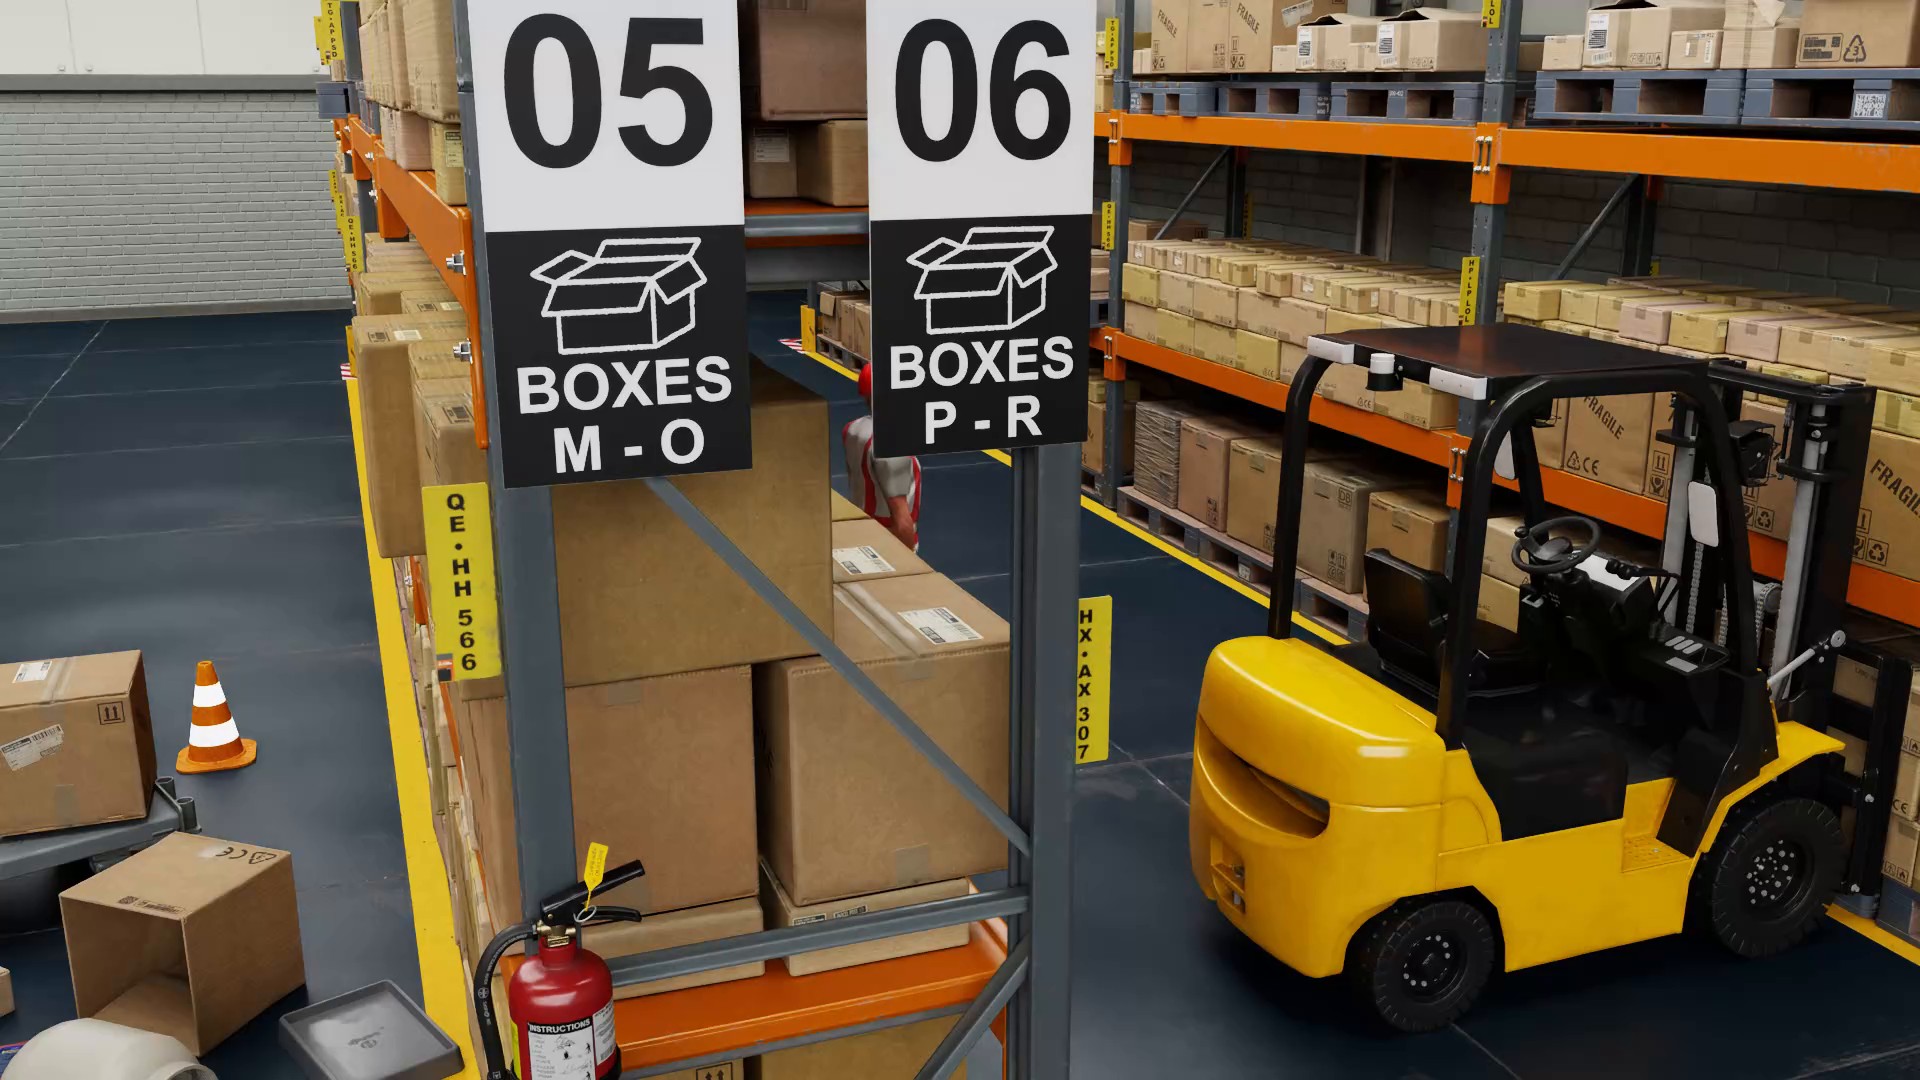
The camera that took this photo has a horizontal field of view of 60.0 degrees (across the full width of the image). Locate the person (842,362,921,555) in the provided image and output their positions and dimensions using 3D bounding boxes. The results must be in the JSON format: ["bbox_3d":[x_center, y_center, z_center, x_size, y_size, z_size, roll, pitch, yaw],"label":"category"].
[{"bbox_3d":[-0.351,0.048,7.690,0.420,1.788,0.661,-5,16,-19],"label":"person"}]
